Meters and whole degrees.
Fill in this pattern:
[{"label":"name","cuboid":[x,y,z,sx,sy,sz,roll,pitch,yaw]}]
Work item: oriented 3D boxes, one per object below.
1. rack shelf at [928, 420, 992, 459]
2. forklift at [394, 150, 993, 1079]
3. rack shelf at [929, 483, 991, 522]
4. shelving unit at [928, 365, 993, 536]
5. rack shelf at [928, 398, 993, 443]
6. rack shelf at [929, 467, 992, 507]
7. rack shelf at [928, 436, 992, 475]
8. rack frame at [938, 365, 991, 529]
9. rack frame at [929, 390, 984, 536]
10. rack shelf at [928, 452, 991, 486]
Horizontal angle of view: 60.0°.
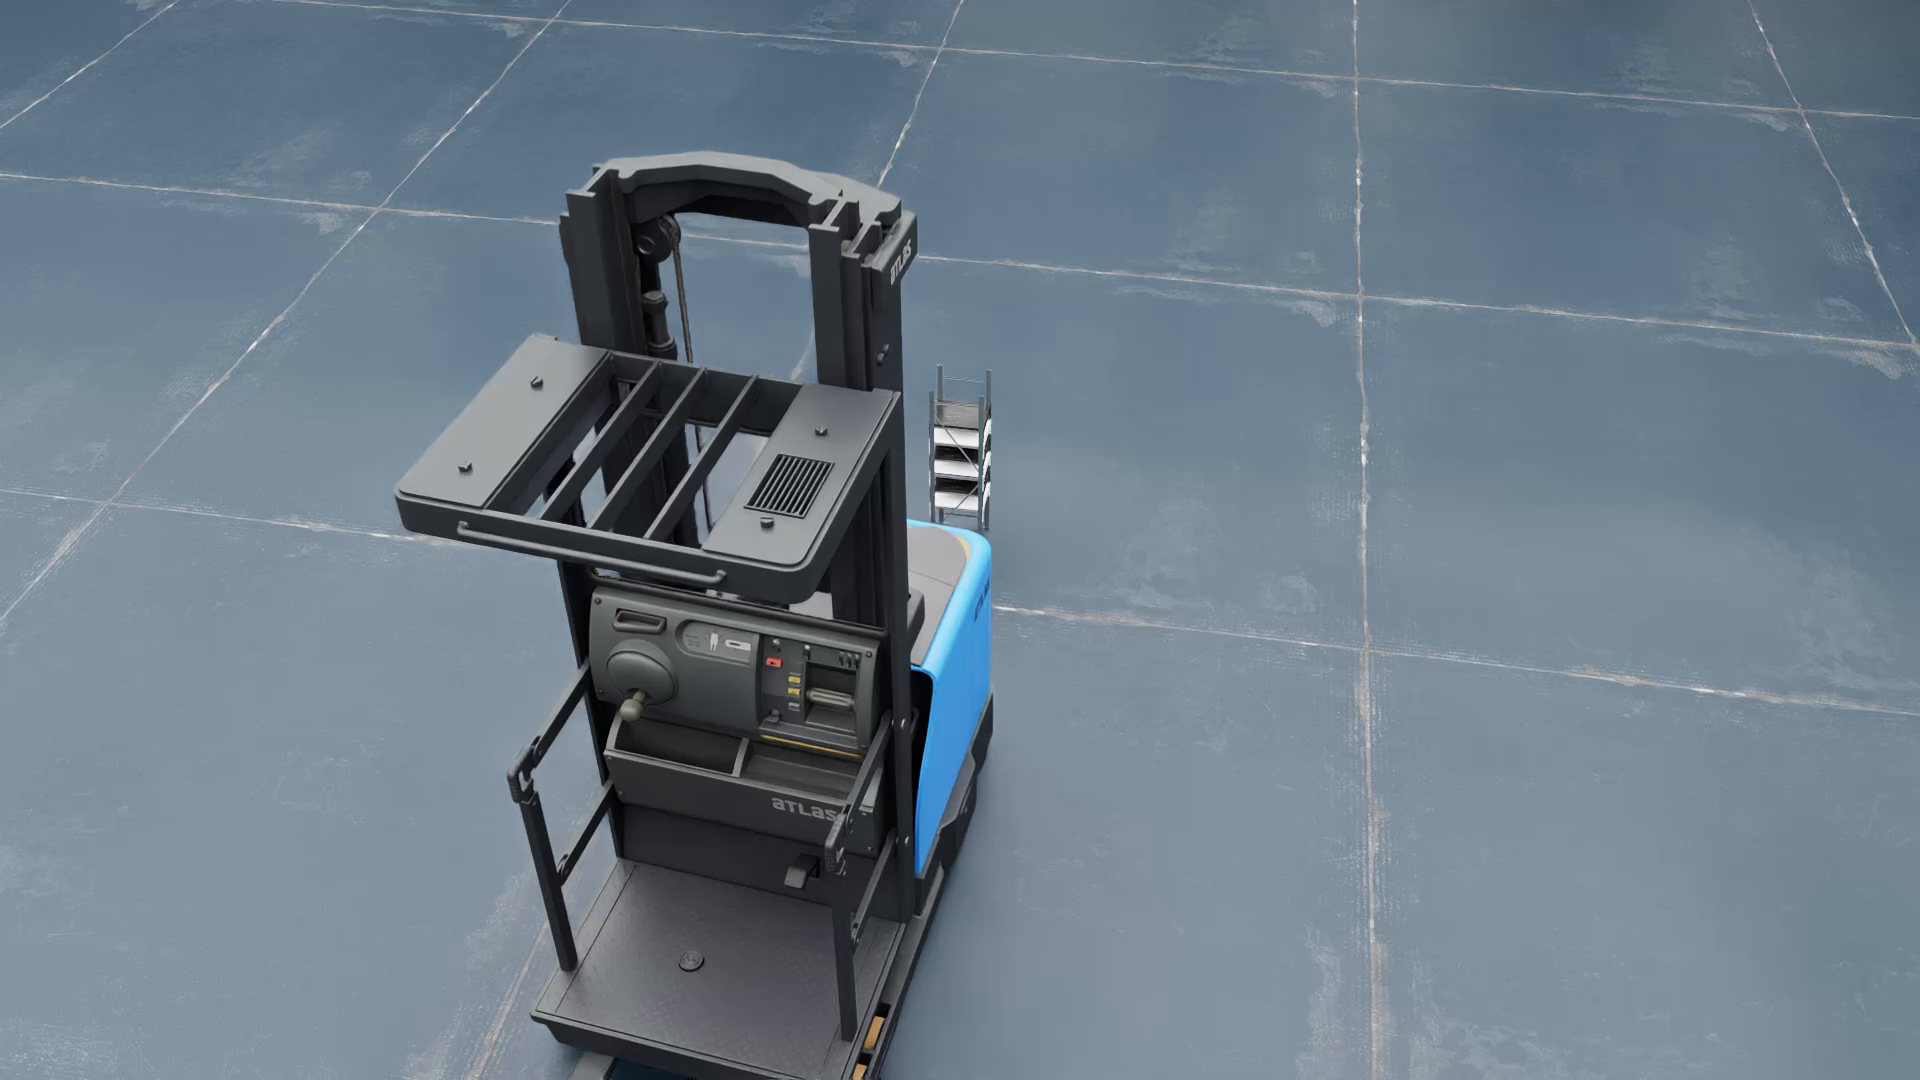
[{"label":"rack shelf","cuboid":[0.001,-0.465,7.473,0.258,0.077,0.200,6,40,8]},{"label":"forklift","cuboid":[-0.759,0.492,4.952,1.130,2.935,3.031,10,41,12]},{"label":"rack shelf","cuboid":[0.001,-0.187,7.702,0.258,0.077,0.200,6,40,8]},{"label":"shelving unit","cuboid":[0.001,-0.352,7.566,0.258,0.900,0.210,6,40,8]},{"label":"rack shelf","cuboid":[0.001,-0.534,7.415,0.258,0.077,0.200,6,40,8]},{"label":"rack shelf","cuboid":[0.001,-0.257,7.645,0.258,0.077,0.200,6,40,8]},{"label":"rack shelf","cuboid":[0.001,-0.396,7.530,0.258,0.077,0.200,6,40,8]},{"label":"rack frame","cuboid":[0.019,-0.416,7.643,0.240,0.900,0.006,6,40,8]},{"label":"rack frame","cuboid":[-0.016,-0.288,7.489,0.240,0.900,0.006,6,40,8]},{"label":"rack shelf","cuboid":[0.001,-0.326,7.588,0.258,0.077,0.200,6,40,8]}]
